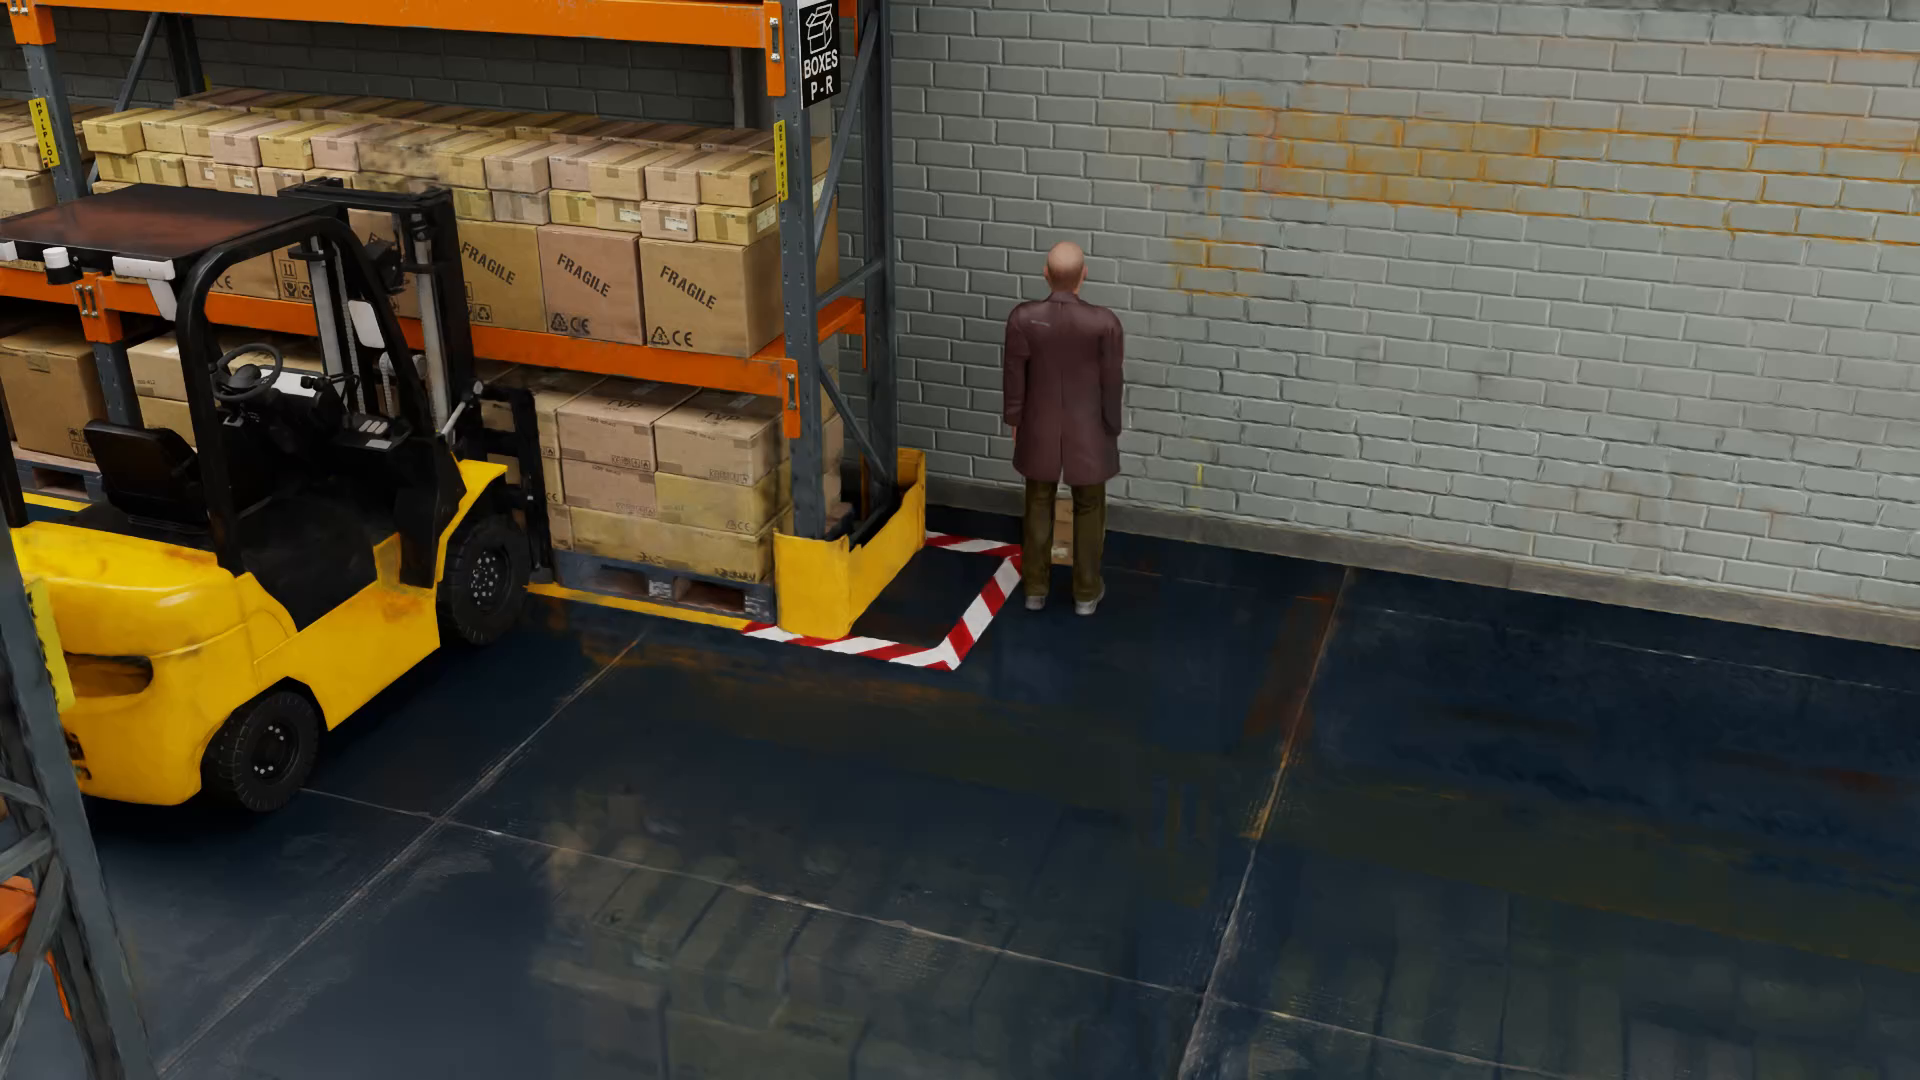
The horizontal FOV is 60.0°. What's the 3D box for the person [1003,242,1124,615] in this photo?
[{"bbox_3d":[0.477,-0.520,7.731,0.562,1.774,0.377,6,26,12],"label":"person"}]
